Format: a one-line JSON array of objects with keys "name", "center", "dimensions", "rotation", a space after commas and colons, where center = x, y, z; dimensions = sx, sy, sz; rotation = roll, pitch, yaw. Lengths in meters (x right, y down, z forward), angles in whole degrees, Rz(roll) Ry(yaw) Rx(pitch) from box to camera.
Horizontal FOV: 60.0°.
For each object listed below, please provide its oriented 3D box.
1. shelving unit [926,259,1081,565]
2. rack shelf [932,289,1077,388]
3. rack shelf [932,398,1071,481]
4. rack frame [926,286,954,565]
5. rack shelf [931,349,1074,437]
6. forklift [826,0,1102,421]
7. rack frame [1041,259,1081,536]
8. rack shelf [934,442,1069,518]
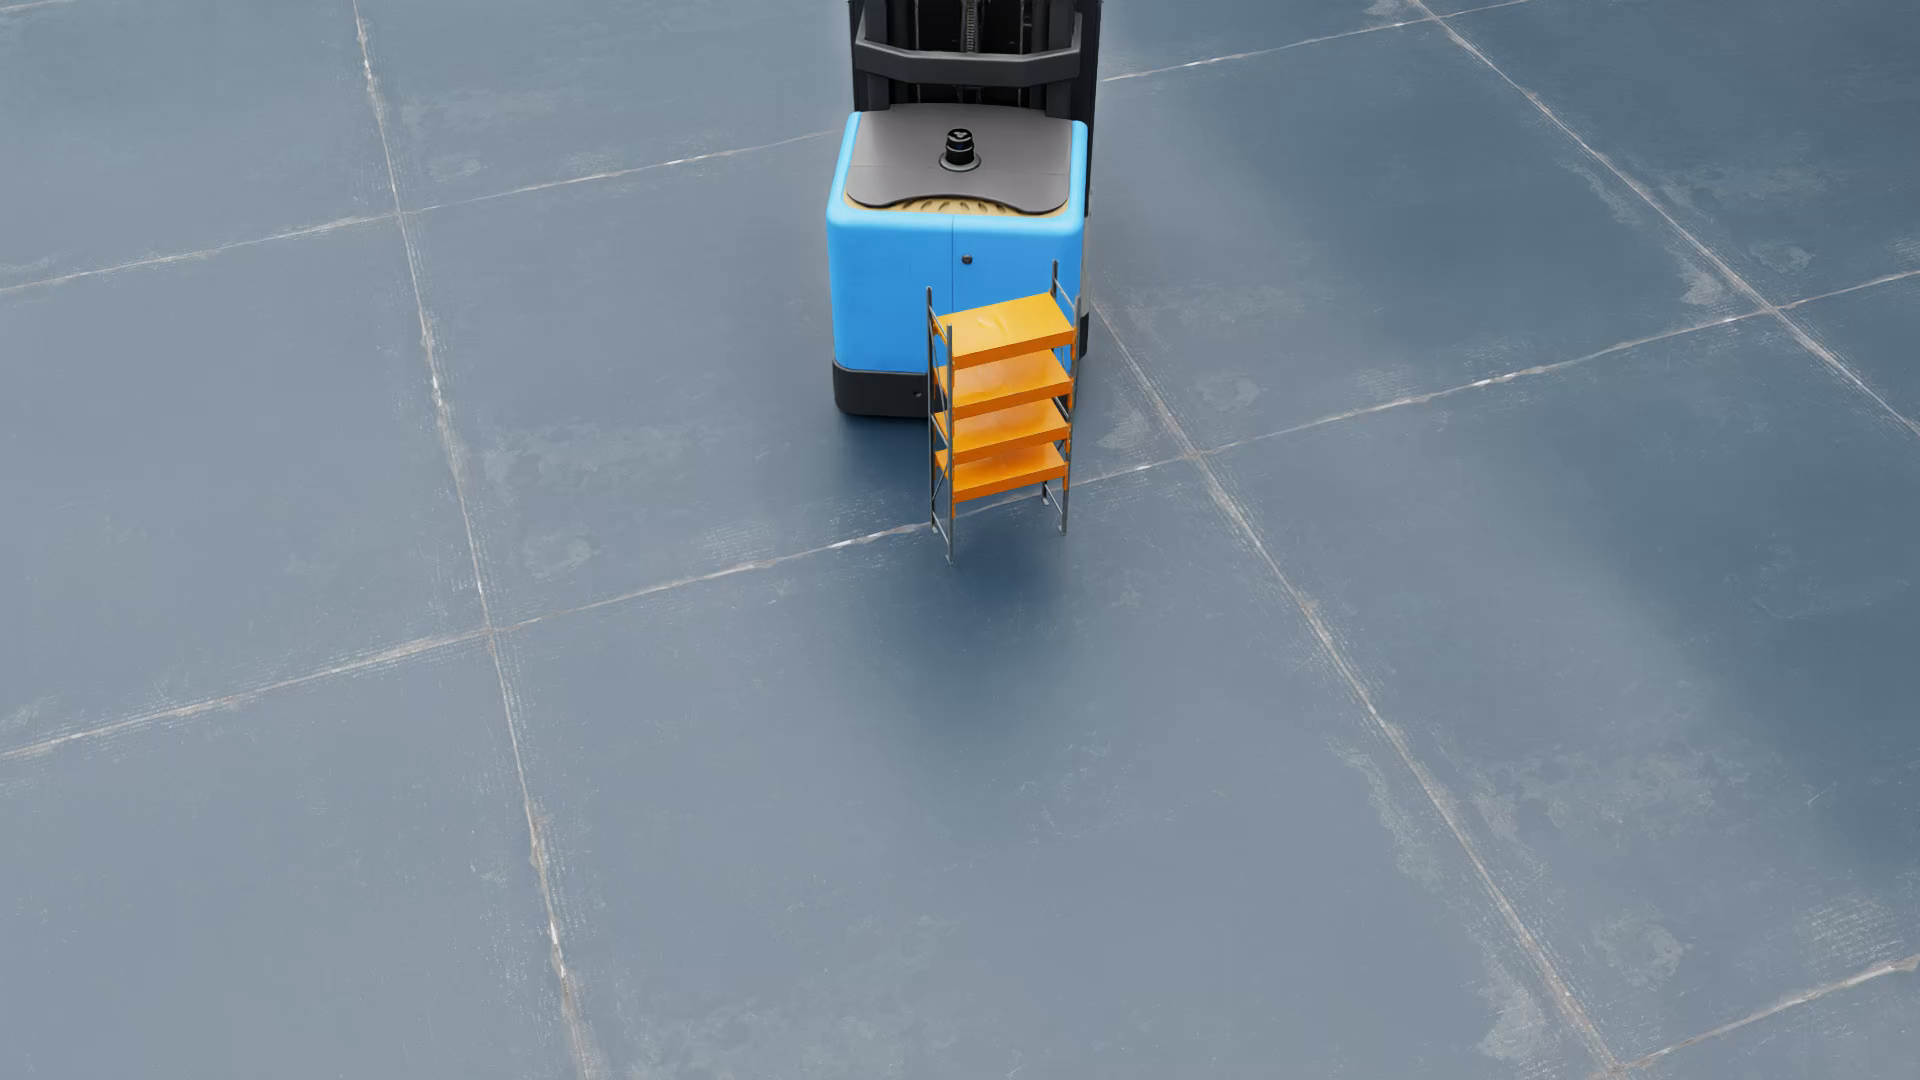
[{"name": "shelving unit", "center": [0.156, -0.463, 6.365], "dimensions": [0.503, 1.200, 0.258], "rotation": [-14, 47, -14]}, {"name": "rack shelf", "center": [0.156, -0.741, 6.086], "dimensions": [0.480, 0.148, 0.258], "rotation": [-14, 47, -14]}, {"name": "rack shelf", "center": [0.156, -0.416, 6.412], "dimensions": [0.480, 0.148, 0.258], "rotation": [-14, 47, -14]}, {"name": "rack frame", "center": [-0.074, -0.405, 6.306], "dimensions": [0.015, 1.200, 0.240], "rotation": [-14, 47, -14]}, {"name": "rack shelf", "center": [0.156, -0.574, 6.254], "dimensions": [0.480, 0.148, 0.258], "rotation": [-14, 47, -14]}, {"name": "forklift", "center": [0.085, -2.572, 7.244], "dimensions": [1.130, 2.935, 3.031], "rotation": [3, 45, 3]}, {"name": "rack frame", "center": [0.385, -0.522, 6.423], "dimensions": [0.015, 1.200, 0.240], "rotation": [-14, 47, -14]}, {"name": "rack shelf", "center": [0.156, -0.276, 6.553], "dimensions": [0.480, 0.148, 0.258], "rotation": [-14, 47, -14]}]
